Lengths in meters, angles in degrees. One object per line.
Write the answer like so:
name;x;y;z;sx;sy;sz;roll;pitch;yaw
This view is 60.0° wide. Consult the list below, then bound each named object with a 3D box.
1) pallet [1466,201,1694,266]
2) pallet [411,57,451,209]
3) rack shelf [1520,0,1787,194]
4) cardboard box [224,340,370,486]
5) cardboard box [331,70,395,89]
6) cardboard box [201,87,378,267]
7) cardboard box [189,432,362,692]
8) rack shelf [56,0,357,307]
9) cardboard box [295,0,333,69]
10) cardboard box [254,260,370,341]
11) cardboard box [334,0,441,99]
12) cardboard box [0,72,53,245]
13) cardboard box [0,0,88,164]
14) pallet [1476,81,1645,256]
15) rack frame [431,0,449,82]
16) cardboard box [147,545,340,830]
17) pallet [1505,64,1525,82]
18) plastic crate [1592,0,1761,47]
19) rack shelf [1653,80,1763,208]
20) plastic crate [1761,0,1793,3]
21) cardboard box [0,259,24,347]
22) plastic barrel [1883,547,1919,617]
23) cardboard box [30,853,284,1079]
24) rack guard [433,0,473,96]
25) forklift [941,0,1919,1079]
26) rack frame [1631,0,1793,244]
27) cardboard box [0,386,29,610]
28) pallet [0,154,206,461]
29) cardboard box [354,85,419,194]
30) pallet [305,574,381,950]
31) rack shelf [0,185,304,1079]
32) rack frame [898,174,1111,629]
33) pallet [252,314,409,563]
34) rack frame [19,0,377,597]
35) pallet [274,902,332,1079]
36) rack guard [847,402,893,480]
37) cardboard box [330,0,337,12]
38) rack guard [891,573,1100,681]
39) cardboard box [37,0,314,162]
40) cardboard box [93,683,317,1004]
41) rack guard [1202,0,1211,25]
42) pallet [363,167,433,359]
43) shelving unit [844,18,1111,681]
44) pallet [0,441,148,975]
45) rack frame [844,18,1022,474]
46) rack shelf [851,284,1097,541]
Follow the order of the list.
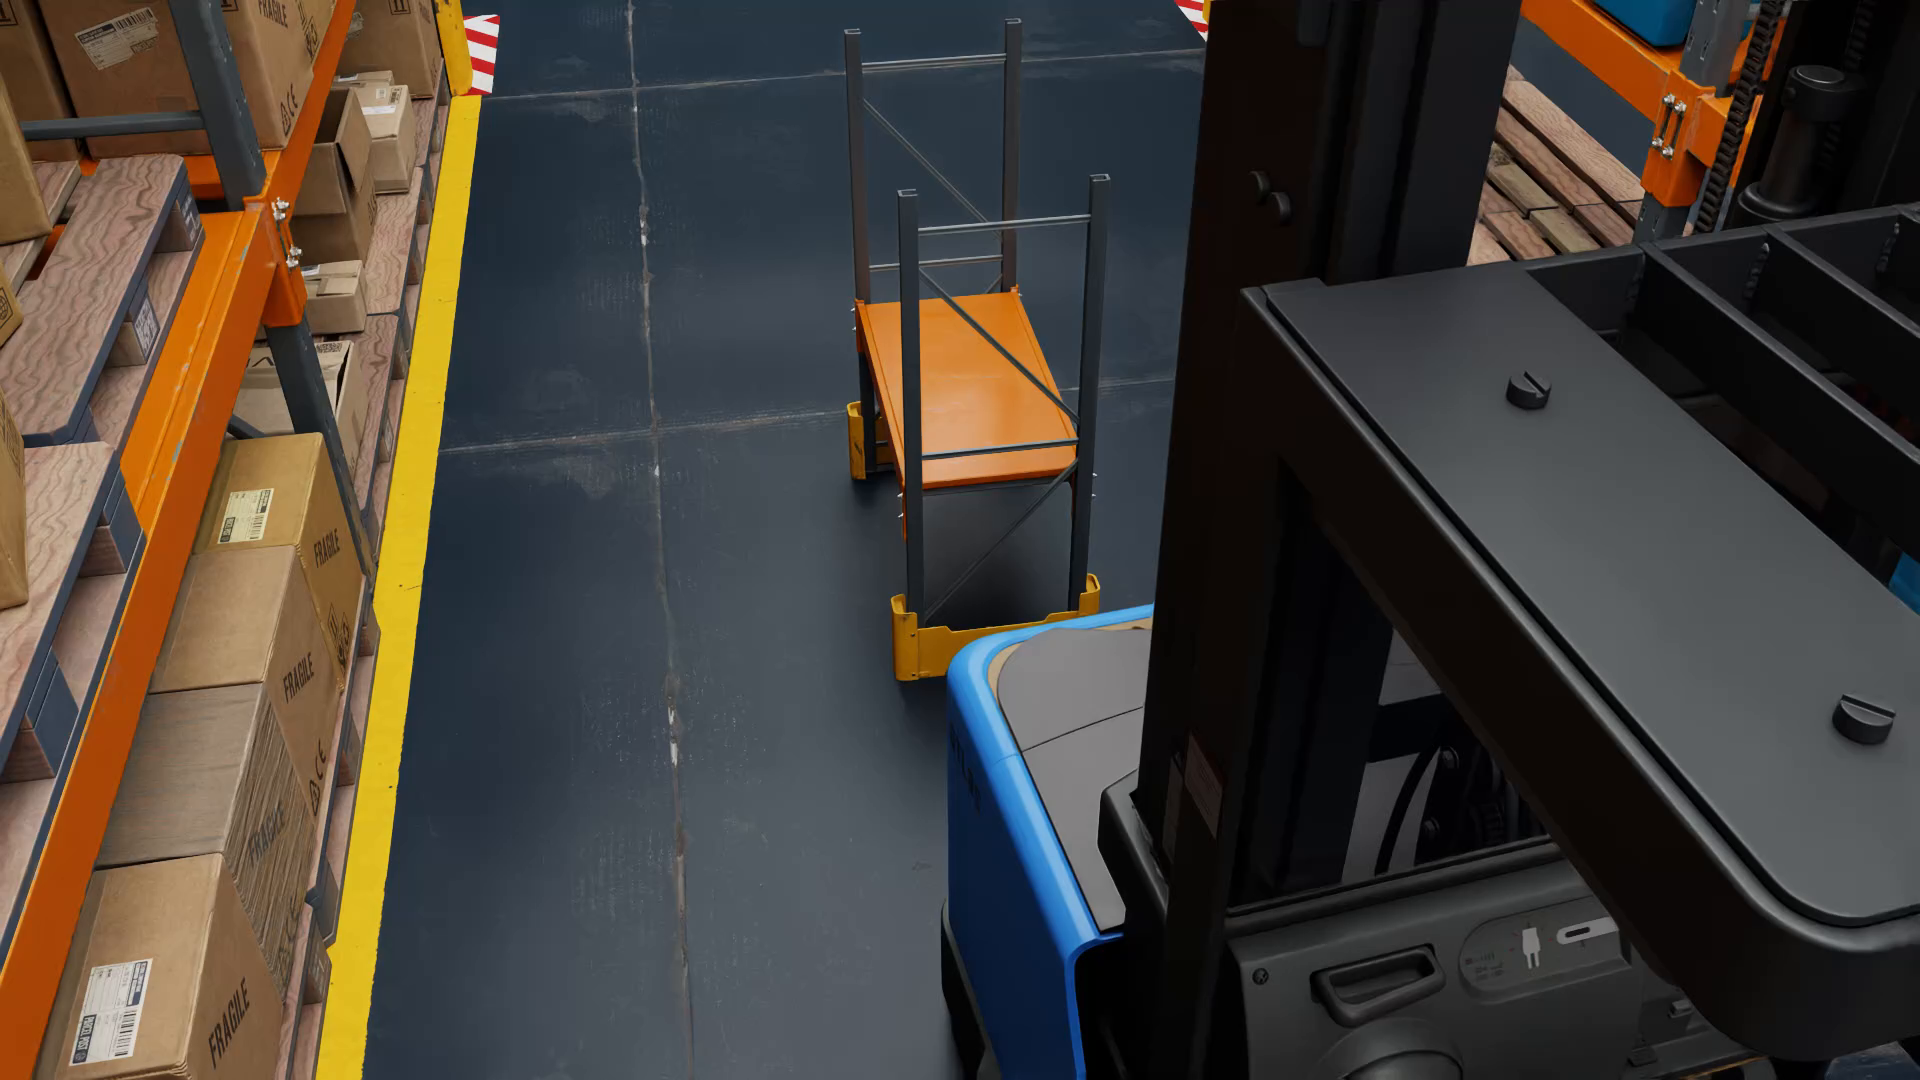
pallet;2.432;-0.868;6.195;1.003;0.211;1.213;-6;38;-8
pallet;-2.825;-1.786;7.377;1.003;0.211;1.213;-6;38;-8
rack shelf;2.249;-2.453;6.549;1.077;0.370;4.000;-6;38;-8
cardboard box;-2.138;-0.387;5.136;0.500;0.311;0.500;-6;38;-8
cardboard box;-2.659;-1.913;7.218;0.380;0.166;0.250;-6;38;-8
cardboard box;-2.612;-1.320;6.181;0.797;0.503;0.637;-6;38;-8
cardboard box;-1.909;0.082;4.378;0.500;0.500;0.500;-6;38;-8
rack shelf;-2.628;-1.922;5.866;1.077;0.370;4.000;-6;38;-8
cardboard box;-2.192;-1.684;4.891;0.500;0.500;0.500;-6;38;-7
cardboard box;-2.300;-0.851;5.852;0.380;0.166;0.250;-6;38;-8
cardboard box;-2.641;-2.299;7.443;0.500;0.500;0.500;-6;38;-8
cardboard box;-2.415;-0.893;3.531;0.700;0.500;0.500;-19;42;-23
cardboard box;-2.618;-1.312;4.412;0.500;0.500;0.500;-6;38;-7
pallet;2.215;-1.606;7.145;1.003;0.211;1.213;-6;38;-8
rack frame;-2.979;-3.414;7.200;1.000;3.000;0.127;-6;38;-8
cardboard box;-1.831;0.382;3.992;0.500;0.500;0.500;-6;38;-8
pallet;2.005;-2.341;8.092;1.003;0.211;1.213;-6;38;-8
plastic crate;2.182;-1.791;5.075;0.392;0.384;0.575;-6;38;-8
rack shelf;2.950;-0.037;3.439;1.077;0.370;4.000;-6;38;-8
plastic crate;2.659;-1.745;5.217;0.396;0.136;0.243;-6;38;-8
cardboard box;-2.232;-0.485;3.005;0.700;0.500;0.500;-1;38;-1
plastic barrel;2.802;-0.108;4.312;0.600;0.901;0.708;-6;38;-8
cardboard box;-1.652;0.992;3.207;0.500;0.500;0.500;-7;38;-9
rack guard;-2.966;-2.381;7.908;1.175;0.500;0.348;-6;38;-8
forklift;0.853;0.675;1.992;1.130;2.935;3.031;-10;39;-13
rack frame;2.599;-1.529;4.773;1.000;3.000;0.127;-6;38;-8
cardboard box;-1.907;-0.143;2.565;0.700;0.500;0.500;-16;41;-19
pallet;-2.245;-0.428;3.513;1.003;0.211;1.213;-6;38;-8
cardboard box;-2.504;-1.623;6.777;0.500;0.250;0.500;-6;38;-8
pallet;-2.098;0.590;4.318;1.003;0.211;1.213;-6;38;-8
rack shelf;-1.927;0.494;2.756;1.077;0.370;4.000;-6;38;-8
rack frame;0.104;-0.234;4.328;0.500;1.500;0.032;-6;38;-8
pallet;-2.397;-0.312;5.480;1.003;0.211;1.213;-6;38;-8
rack frame;-2.278;-0.998;4.090;1.000;3.000;0.127;-6;38;-8
pallet;-1.881;1.329;3.368;1.003;0.211;1.213;-6;38;-8
rack guard;-0.074;-0.353;5.501;0.587;0.250;0.087;-6;38;-8
cardboard box;-2.277;-1.986;5.280;0.500;0.500;0.500;-6;38;-8
rack guard;0.101;0.248;4.727;0.587;0.250;0.087;-6;38;-8
cardboard box;-2.099;-1.375;4.493;0.500;0.500;0.500;-5;38;-7
cardboard box;-1.743;0.685;3.603;0.500;0.500;0.500;-6;38;-7
rack guard;1.881;-2.971;8.666;1.175;0.500;0.348;-6;38;-8
pallet;-2.615;-1.050;6.430;1.003;0.211;1.213;-6;38;-8
shelving unit;0.013;-0.546;4.731;0.587;1.500;1.083;-6;38;-8
pallet;-1.922;0.319;2.550;1.003;0.211;1.213;-6;38;-8
rack frame;-0.074;-0.848;5.119;0.500;1.500;0.032;-6;38;-8
rack shelf;0.015;-0.399;4.834;0.538;0.185;1.000;-6;38;-8
